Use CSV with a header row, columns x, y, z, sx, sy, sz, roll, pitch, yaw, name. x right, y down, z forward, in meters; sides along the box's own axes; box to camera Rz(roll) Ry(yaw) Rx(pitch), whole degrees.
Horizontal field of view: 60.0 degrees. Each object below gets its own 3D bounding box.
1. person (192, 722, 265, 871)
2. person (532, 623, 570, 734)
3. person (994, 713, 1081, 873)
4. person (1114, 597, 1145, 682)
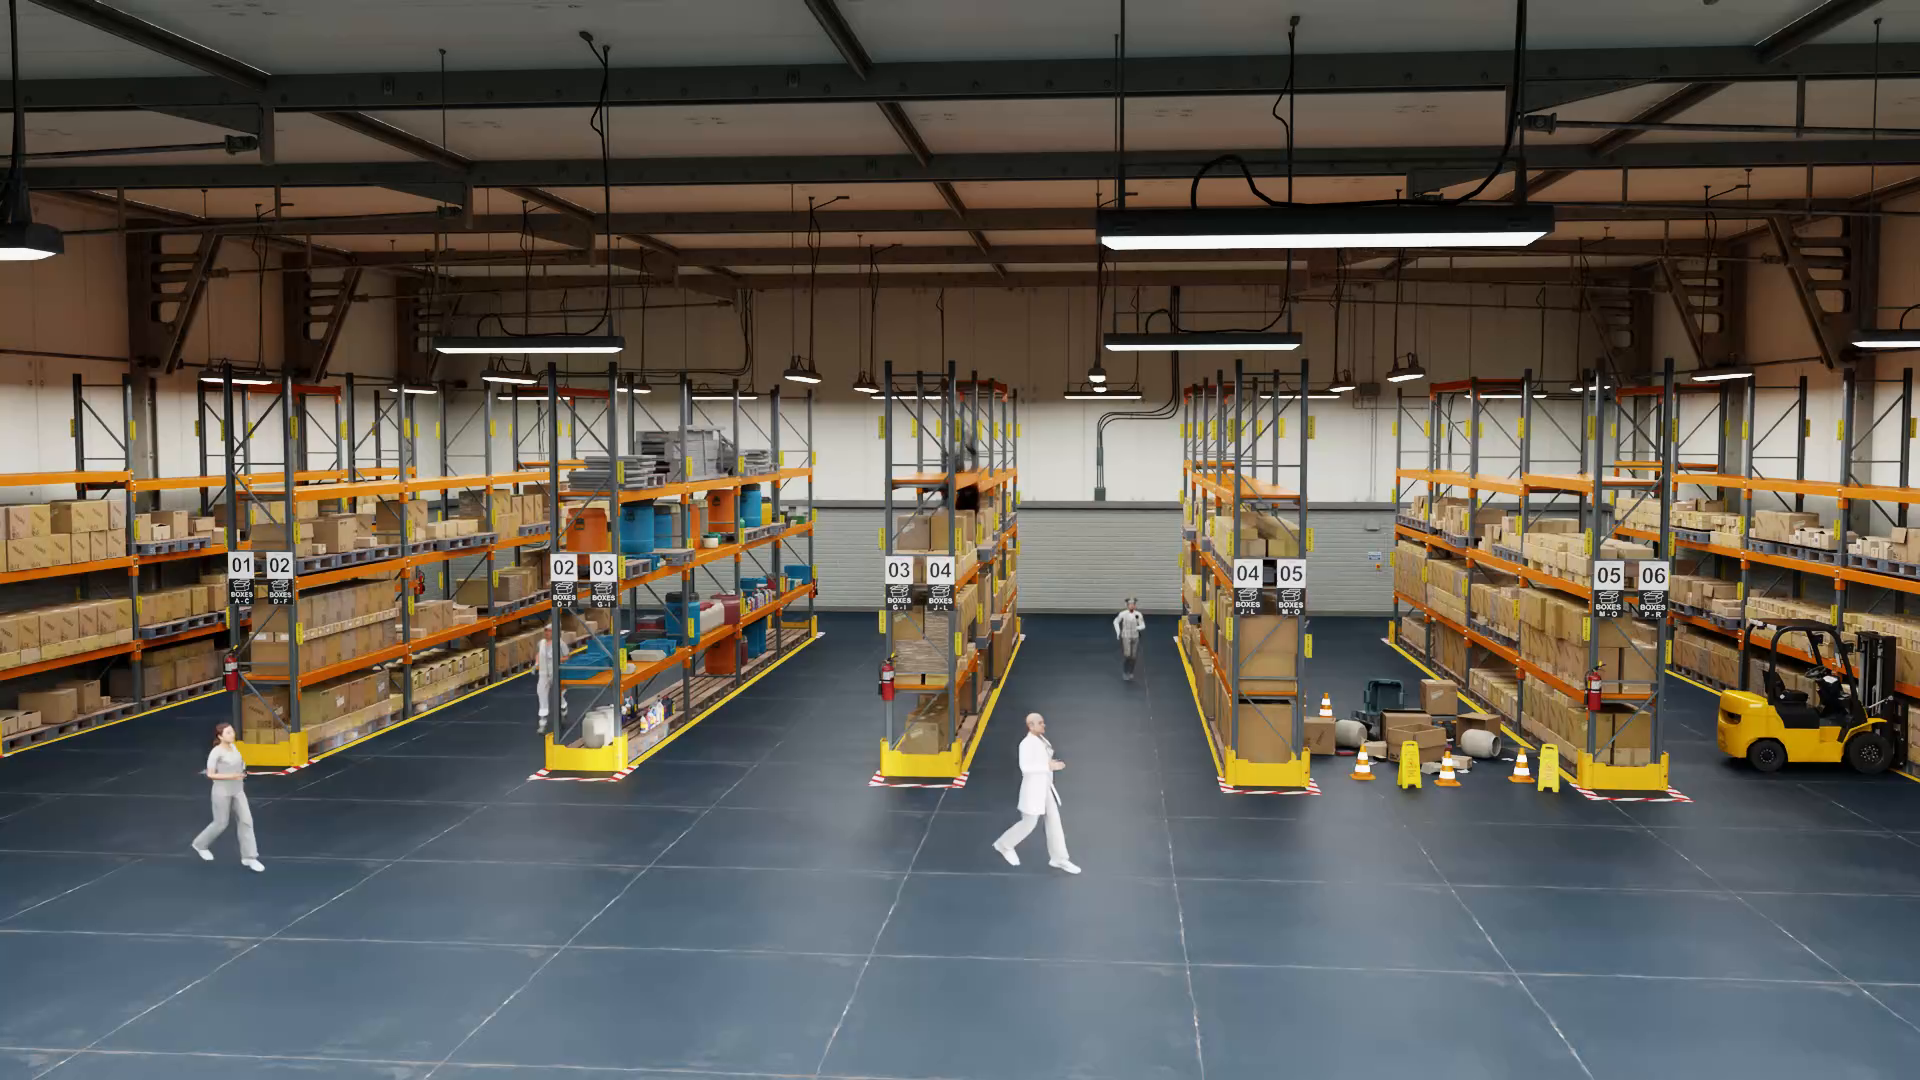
x,y,z,sx,sy,sz,roll,pitch,yaw,name
-8.358,2.910,18.938,0.956,1.684,0.566,1,4,21,person
-6.792,2.260,27.624,0.659,1.774,1.002,0,4,4,person
0.866,2.887,18.810,1.034,1.696,0.701,2,4,29,person
3.401,1.976,33.168,0.582,1.690,0.666,0,4,-5,person
